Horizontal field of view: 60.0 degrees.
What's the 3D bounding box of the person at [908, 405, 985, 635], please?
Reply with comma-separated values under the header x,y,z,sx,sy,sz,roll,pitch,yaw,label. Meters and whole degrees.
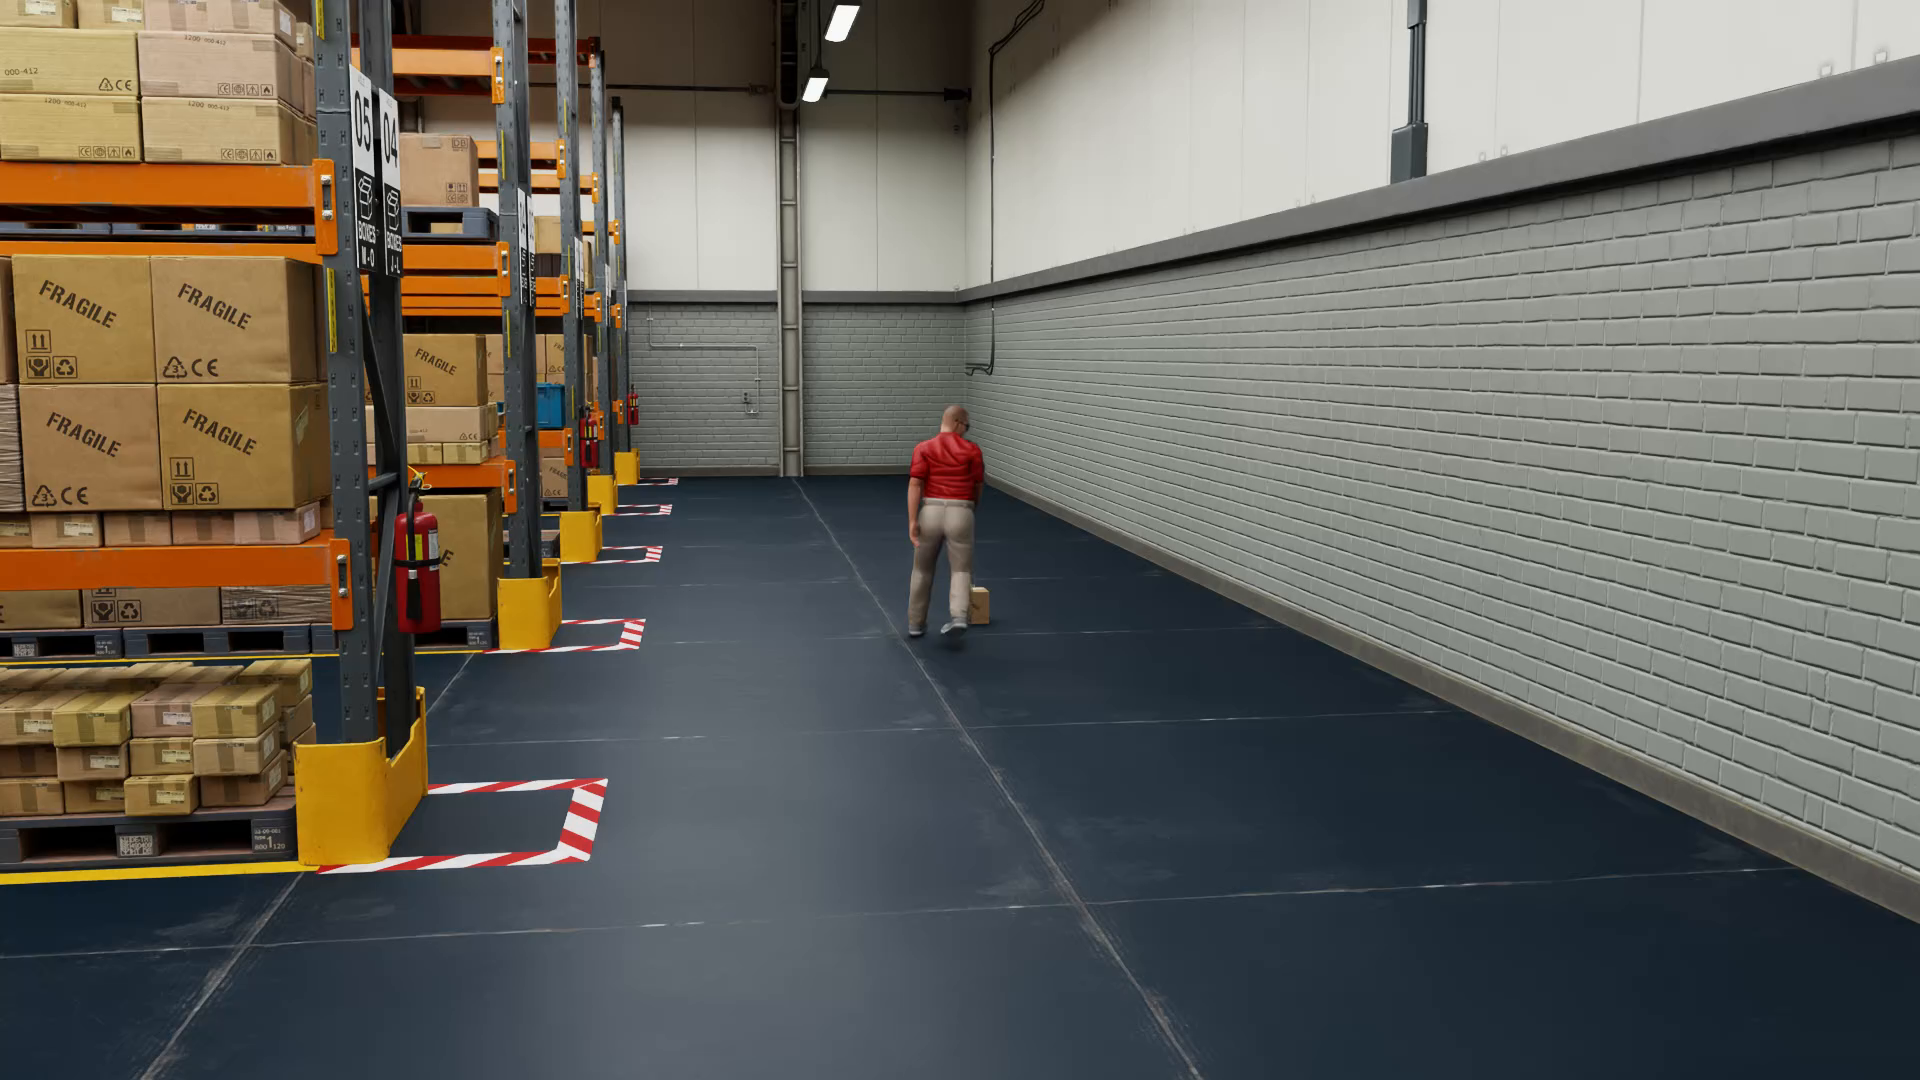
x,y,z,sx,sy,sz,roll,pitch,yaw,label
-0.117,-0.126,11.938,0.592,1.681,0.816,1,6,8,person
